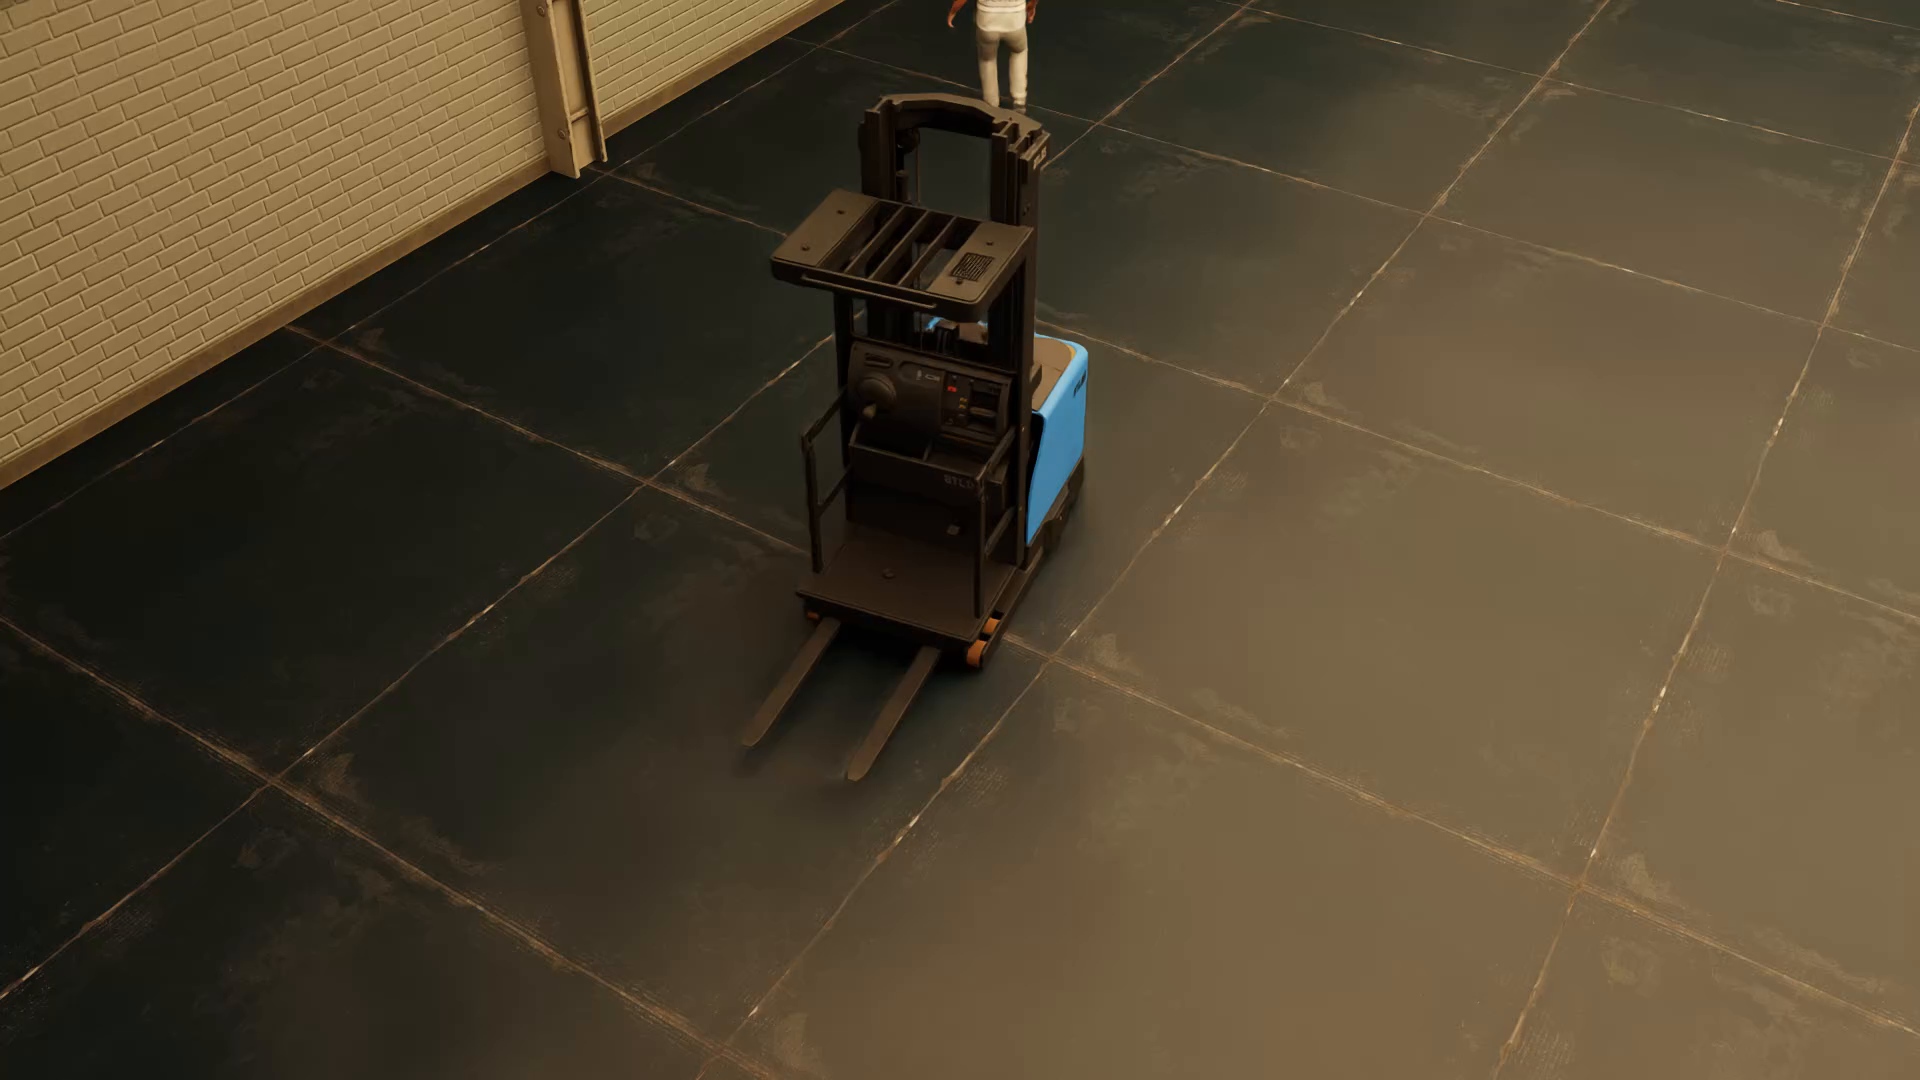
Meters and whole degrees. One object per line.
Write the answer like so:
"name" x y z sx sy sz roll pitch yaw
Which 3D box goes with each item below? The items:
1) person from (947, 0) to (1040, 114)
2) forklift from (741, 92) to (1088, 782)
"person" 0.293 -4.400 14.124 0.801 1.745 0.481 0 40 0
"forklift" -0.252 -0.708 8.803 1.130 2.935 3.031 15 43 17
